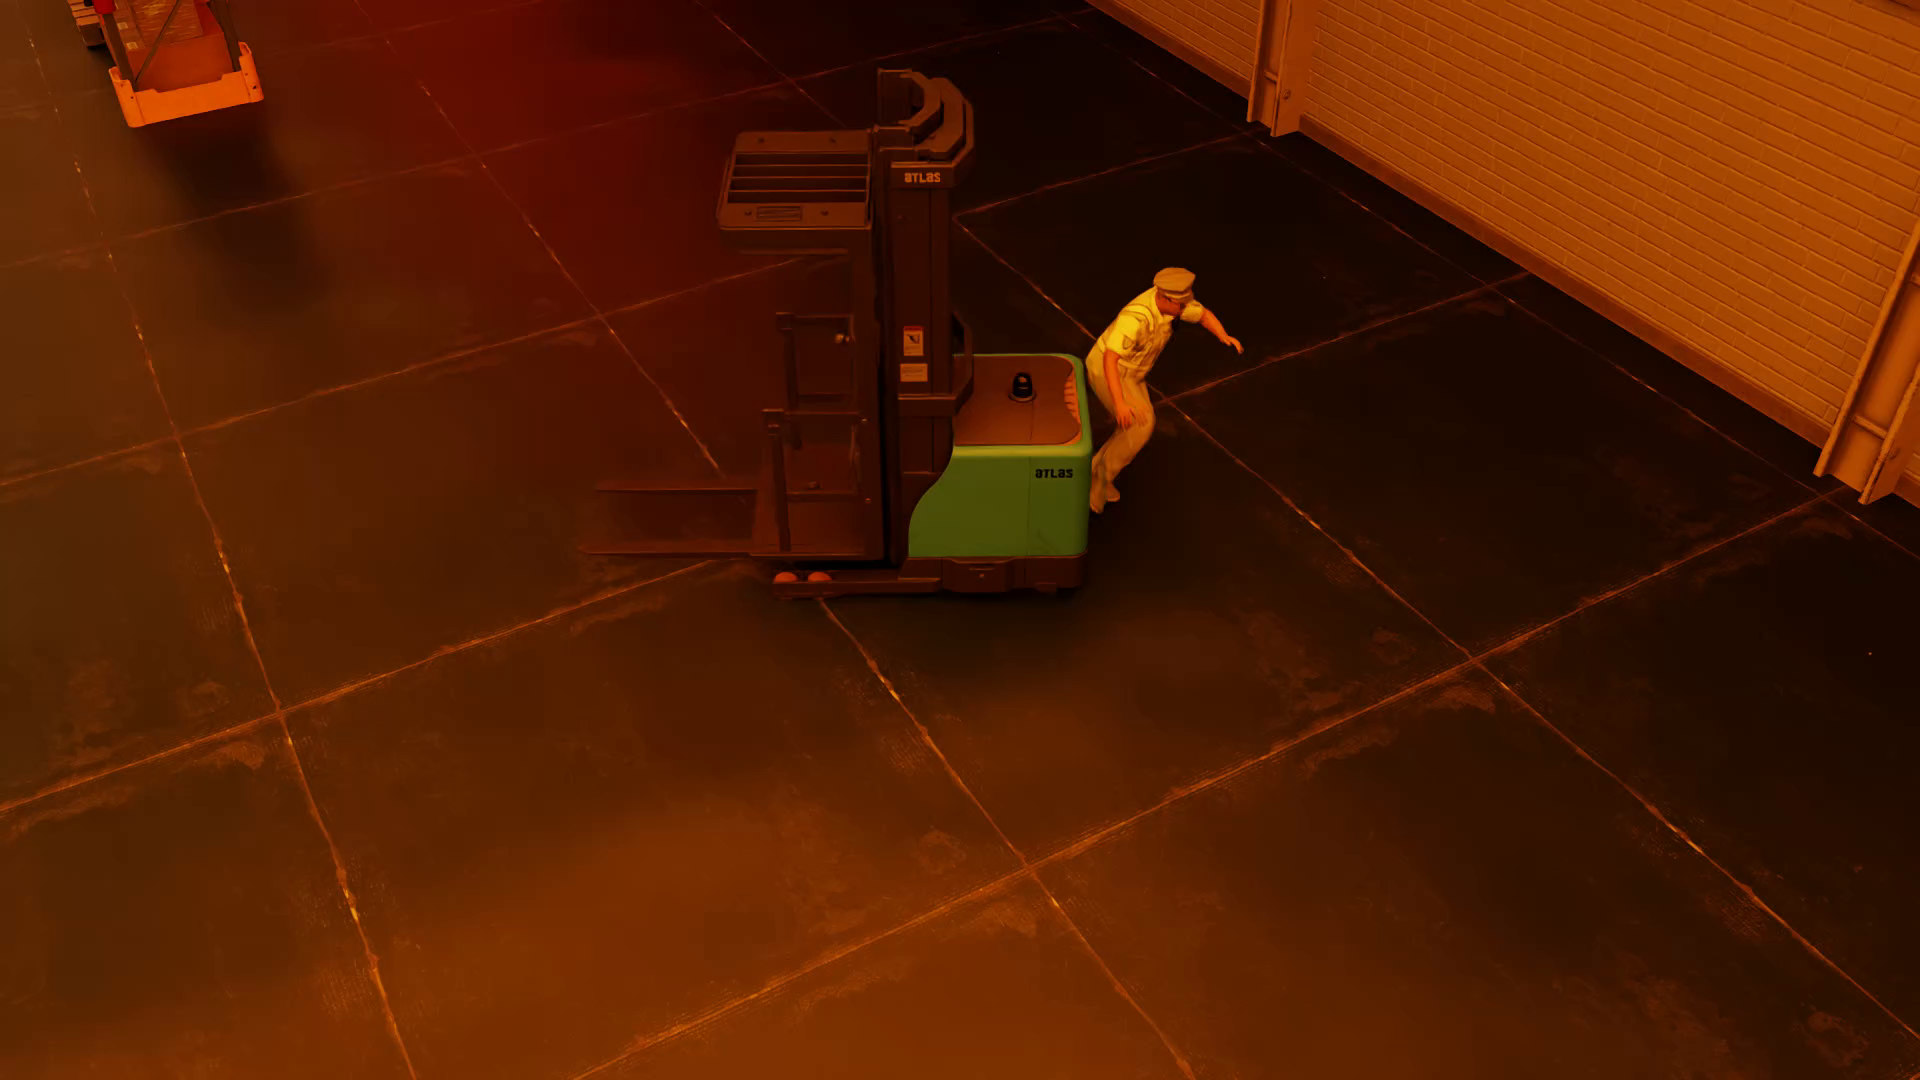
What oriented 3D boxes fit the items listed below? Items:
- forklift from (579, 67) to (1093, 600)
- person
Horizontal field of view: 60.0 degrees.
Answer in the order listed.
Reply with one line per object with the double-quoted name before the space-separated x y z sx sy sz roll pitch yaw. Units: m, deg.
"forklift" -0.759 -1.112 9.377 3.031 2.935 1.130 0 40 -1
"person" 1.187 -0.924 10.289 0.925 1.516 1.080 19 43 22
